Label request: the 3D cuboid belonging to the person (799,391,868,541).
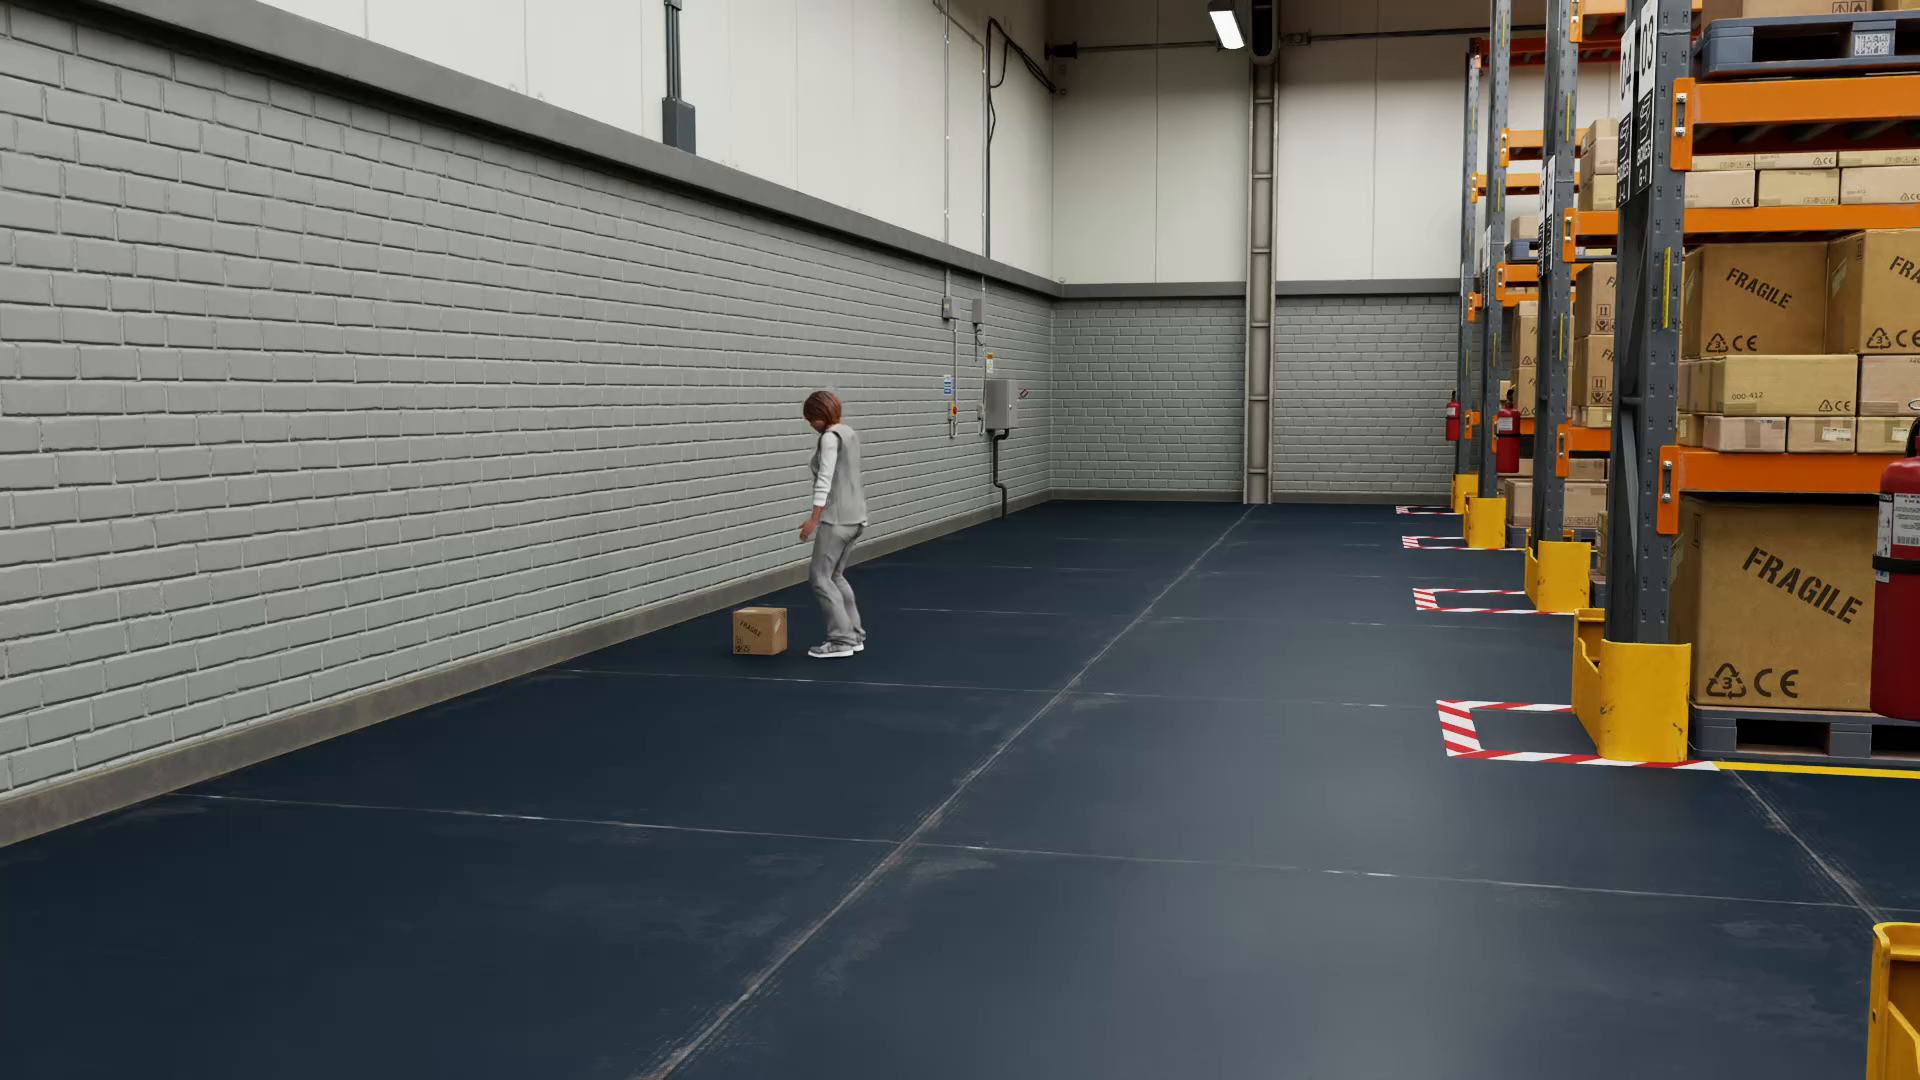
[{"bbox_3d":[-0.737,-0.423,9.744,0.368,0.870,0.423,1,5,15],"label":"person"}]
